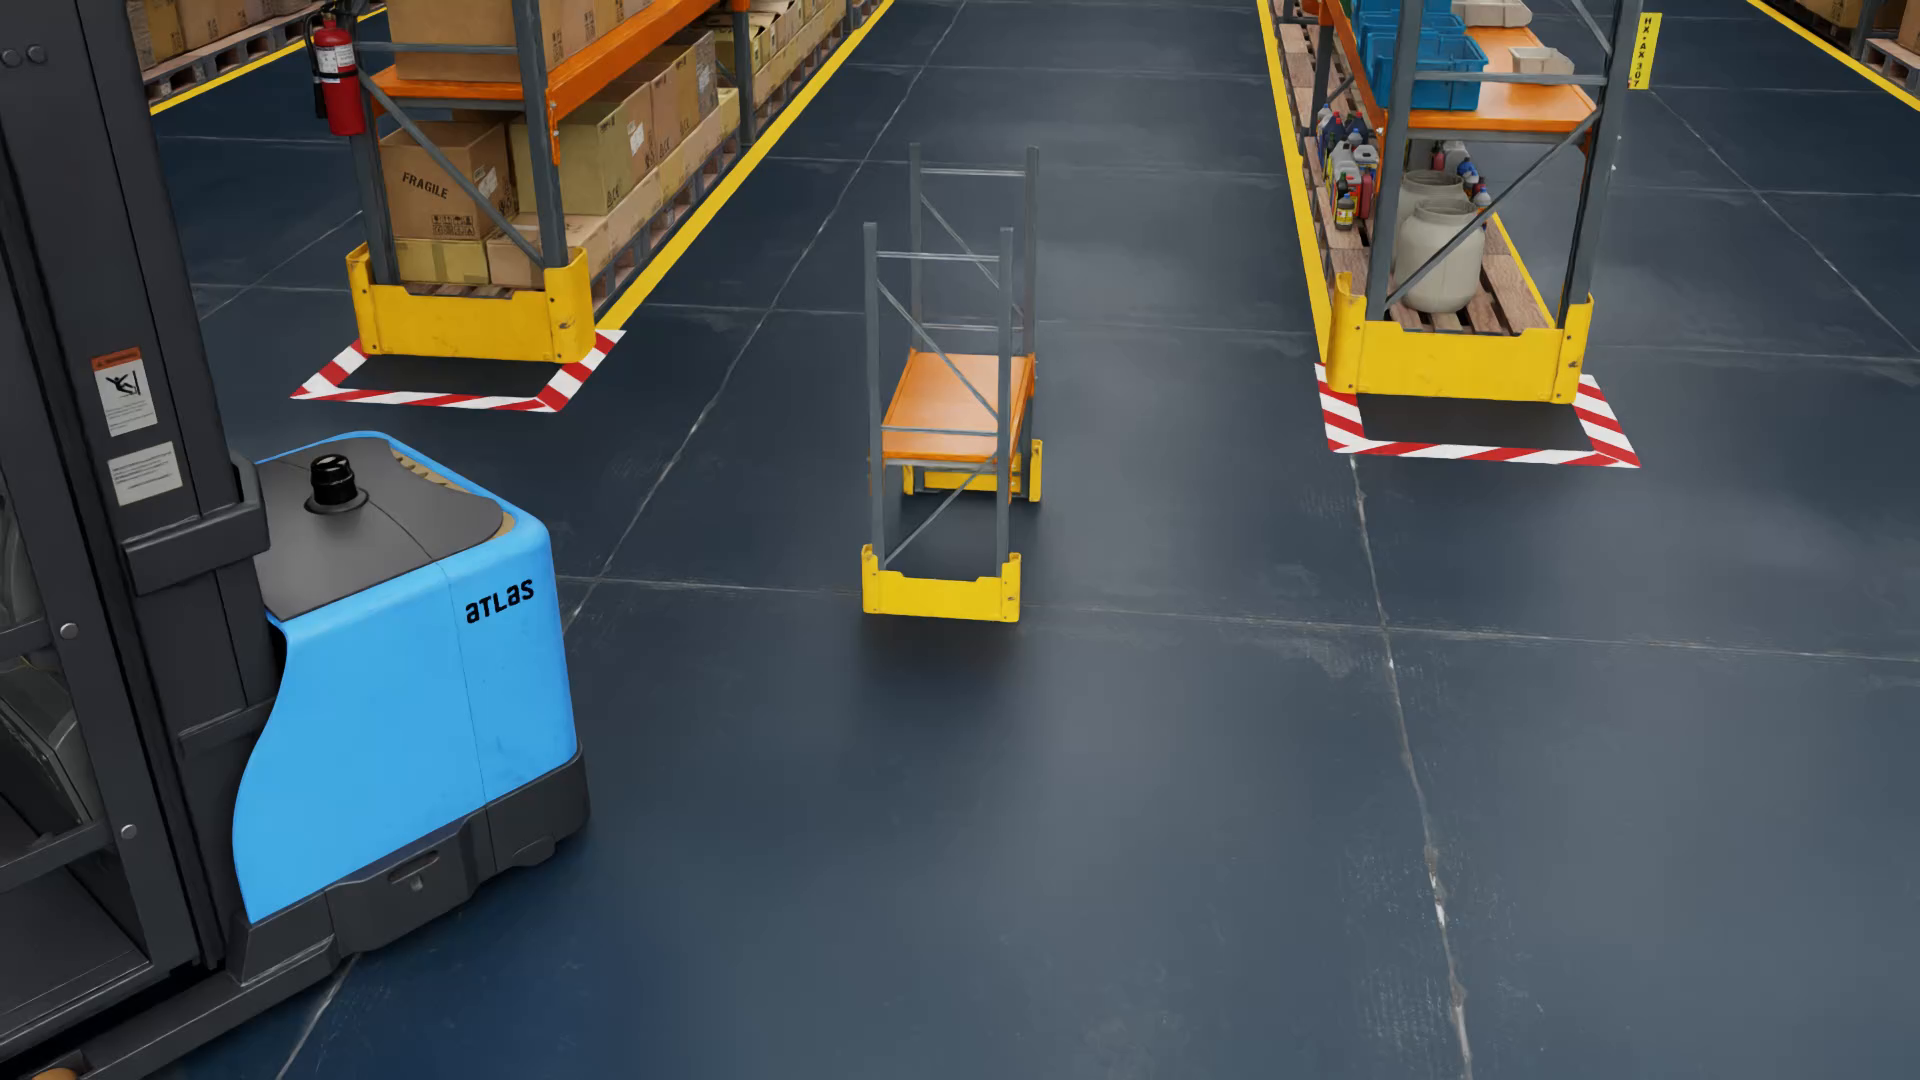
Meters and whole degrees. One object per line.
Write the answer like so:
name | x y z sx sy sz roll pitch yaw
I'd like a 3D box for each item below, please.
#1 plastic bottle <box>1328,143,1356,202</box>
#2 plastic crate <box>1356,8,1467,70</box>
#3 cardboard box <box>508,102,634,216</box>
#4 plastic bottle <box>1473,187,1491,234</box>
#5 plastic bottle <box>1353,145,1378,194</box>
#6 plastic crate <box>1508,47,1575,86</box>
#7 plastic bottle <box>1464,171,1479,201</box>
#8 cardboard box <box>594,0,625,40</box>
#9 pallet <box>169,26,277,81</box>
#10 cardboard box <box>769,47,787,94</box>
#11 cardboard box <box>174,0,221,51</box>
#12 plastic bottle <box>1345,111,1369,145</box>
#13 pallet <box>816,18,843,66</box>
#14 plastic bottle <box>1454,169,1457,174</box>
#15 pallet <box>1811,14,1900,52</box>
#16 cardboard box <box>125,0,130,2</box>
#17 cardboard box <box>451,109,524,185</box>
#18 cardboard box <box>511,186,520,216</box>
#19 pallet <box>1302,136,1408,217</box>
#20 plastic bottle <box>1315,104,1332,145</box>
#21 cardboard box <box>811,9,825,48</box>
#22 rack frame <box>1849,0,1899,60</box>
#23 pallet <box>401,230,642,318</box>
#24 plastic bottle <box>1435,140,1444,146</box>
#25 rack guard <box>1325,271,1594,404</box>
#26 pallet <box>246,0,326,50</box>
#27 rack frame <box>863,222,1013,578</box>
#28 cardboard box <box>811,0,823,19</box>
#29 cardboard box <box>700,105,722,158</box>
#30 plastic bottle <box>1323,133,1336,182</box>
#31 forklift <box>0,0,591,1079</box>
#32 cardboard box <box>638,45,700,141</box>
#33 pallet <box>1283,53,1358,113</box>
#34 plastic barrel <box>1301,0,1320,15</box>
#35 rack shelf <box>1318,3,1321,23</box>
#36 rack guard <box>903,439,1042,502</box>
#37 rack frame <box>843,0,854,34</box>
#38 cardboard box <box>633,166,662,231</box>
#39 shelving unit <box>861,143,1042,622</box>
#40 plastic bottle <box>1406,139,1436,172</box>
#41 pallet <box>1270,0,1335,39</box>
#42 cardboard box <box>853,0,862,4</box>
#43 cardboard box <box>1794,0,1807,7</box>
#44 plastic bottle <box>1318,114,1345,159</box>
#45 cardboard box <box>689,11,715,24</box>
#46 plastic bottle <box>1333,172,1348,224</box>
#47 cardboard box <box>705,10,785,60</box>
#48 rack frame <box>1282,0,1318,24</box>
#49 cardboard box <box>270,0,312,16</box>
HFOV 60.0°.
plastic bottle | 2.315 -2.223 10.043 0.144 0.351 0.185 5 29 8
plastic crate | 2.283 -2.538 8.455 0.499 0.251 0.408 3 28 6
cardboard box | -2.137 -2.114 9.178 0.500 0.500 0.500 3 28 6
plastic bottle | 2.965 -1.873 9.477 0.097 0.271 0.097 0 28 0
plastic bottle | 2.487 -2.281 10.229 0.152 0.276 0.135 3 28 6
plastic crate | 2.862 -2.332 8.193 0.298 0.136 0.250 3 28 6
plastic bottle | 3.007 -2.034 9.776 0.097 0.271 0.097 0 28 0
cardboard box | -2.286 -3.079 9.197 0.700 0.500 0.500 4 29 7
pallet | -6.668 -4.219 14.358 1.003 0.211 1.213 3 28 6
cardboard box | -1.633 -3.608 12.741 0.500 0.250 0.500 4 29 7
cardboard box | -6.719 -4.428 13.979 0.700 0.500 0.500 4 29 7
plastic bottle | 2.556 -2.591 10.726 0.144 0.351 0.185 3 28 6
pallet | -1.642 -4.488 14.857 1.003 0.211 1.213 3 28 6
plastic bottle | 3.056 -2.194 10.147 0.097 0.201 0.097 0 28 0
pallet | 8.500 -4.662 15.181 1.003 0.211 1.213 3 28 6
cardboard box | -6.785 -4.482 13.288 0.500 0.250 0.500 3 28 5
cardboard box | -2.604 -2.381 9.672 0.500 0.500 0.500 3 28 6
cardboard box | -2.661 -1.815 9.412 0.500 0.250 0.500 3 28 6
pallet | 2.800 -2.387 10.958 1.003 0.211 1.213 3 28 6
plastic bottle | 2.449 -2.796 11.190 0.097 0.271 0.097 0 28 0
cardboard box | -1.449 -4.334 14.088 0.500 0.250 0.500 4 29 7
rack frame | 8.329 -5.523 13.839 1.000 3.000 0.127 3 28 6
pallet | -2.430 -1.470 9.255 1.003 0.211 1.213 3 28 6
plastic bottle | 3.107 -2.545 10.641 0.144 0.351 0.185 2 28 4
rack guard | 2.396 -0.983 8.048 1.175 0.500 0.348 3 28 6
pallet | -6.516 -4.791 15.421 1.003 0.211 1.213 3 28 6
rack frame | -0.073 -0.381 5.876 0.500 1.500 0.032 3 28 6
cardboard box | -1.444 -4.578 13.951 0.500 0.311 0.500 3 28 6
cardboard box | -1.903 -2.726 11.104 0.500 0.250 0.500 3 28 6
plastic bottle | 2.328 -2.406 10.453 0.061 0.283 0.133 5 29 8
forklift | -2.500 -0.042 3.737 1.130 2.935 3.031 24 37 37
cardboard box | -1.963 -2.821 10.489 0.500 0.500 0.500 3 28 6
pallet | 3.128 -3.648 13.299 1.003 0.211 1.213 3 28 6
plastic barrel | 3.456 -5.272 15.218 0.600 0.830 0.708 3 28 6
rack shelf | 3.168 -4.553 12.797 1.077 0.370 4.000 3 28 6
rack guard | 0.052 -0.309 7.059 0.587 0.250 0.087 3 28 6
rack frame | -1.502 -6.101 14.911 1.000 3.000 0.127 3 28 6
cardboard box | -2.077 -2.020 9.792 0.500 0.250 0.500 3 28 6
shelving unit | -0.009 -0.624 6.328 0.587 1.500 1.083 3 28 6
plastic bottle | 2.957 -2.509 10.653 0.152 0.276 0.135 3 28 6
pallet | 3.469 -4.957 15.728 1.003 0.211 1.213 3 28 6
cardboard box | -1.163 -5.391 15.766 0.500 0.500 0.500 5 29 8
cardboard box | 8.551 -5.515 15.622 1.225 0.875 0.875 3 29 6
plastic bottle | 2.437 -2.644 10.904 0.152 0.276 0.135 4 29 8
cardboard box | -2.170 -3.891 12.676 0.500 0.311 0.500 4 29 8
plastic bottle | 2.219 -1.989 9.680 0.061 0.283 0.133 4 29 7
cardboard box | -1.628 -3.854 12.607 0.500 0.311 0.500 3 28 6
rack frame | 3.413 -5.811 14.374 1.000 3.000 0.127 3 28 6
cardboard box | -6.455 -5.138 15.296 0.700 0.500 0.500 4 29 7
